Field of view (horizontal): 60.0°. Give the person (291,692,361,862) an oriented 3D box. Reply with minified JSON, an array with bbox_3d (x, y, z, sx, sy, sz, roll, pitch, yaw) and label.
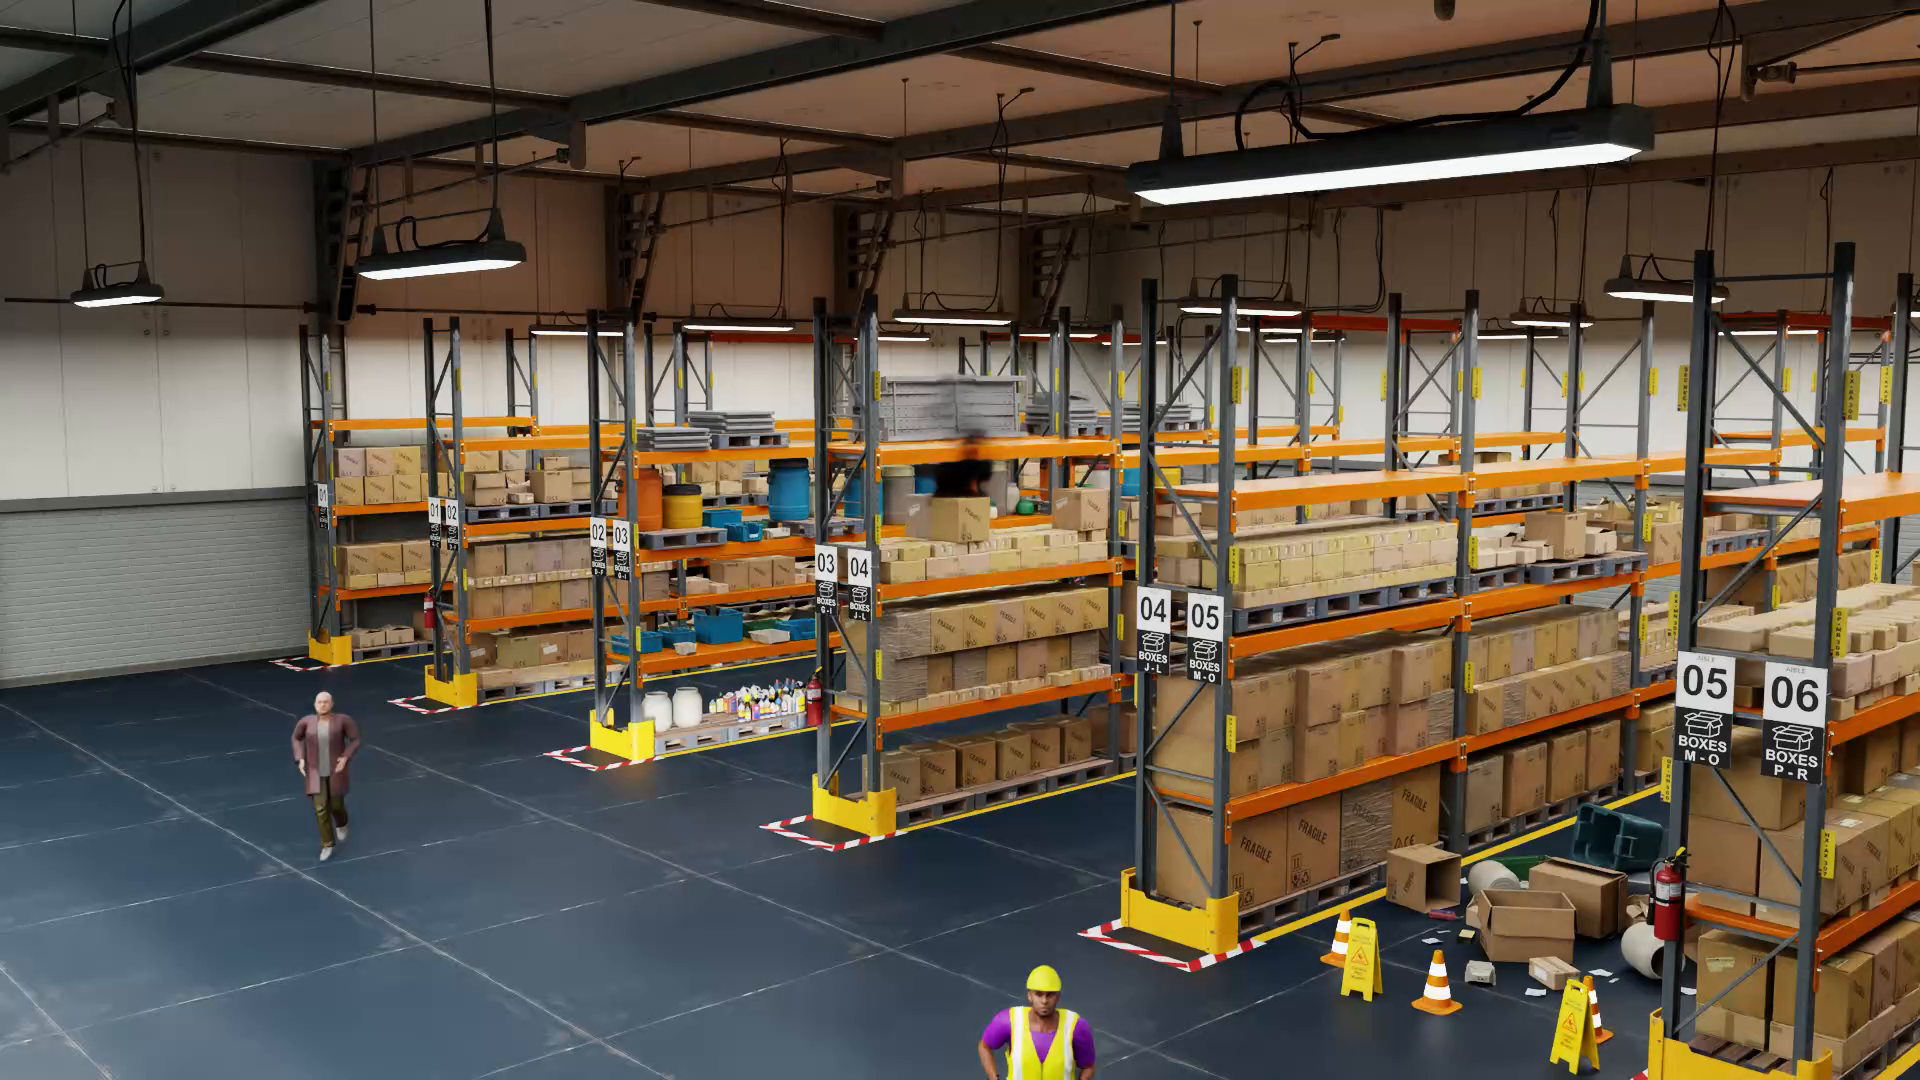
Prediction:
[{"bbox_3d":[-6.809,2.495,17.882,0.726,1.766,0.808,-1,6,-14],"label":"person"}]

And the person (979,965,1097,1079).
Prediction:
[{"bbox_3d":[0.461,3.316,9.617,0.675,1.725,0.660,0,6,-3],"label":"person"}]

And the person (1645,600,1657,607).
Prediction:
[{"bbox_3d":[10.511,1.742,25.413,0.557,1.672,0.948,6,8,45],"label":"person"}]
